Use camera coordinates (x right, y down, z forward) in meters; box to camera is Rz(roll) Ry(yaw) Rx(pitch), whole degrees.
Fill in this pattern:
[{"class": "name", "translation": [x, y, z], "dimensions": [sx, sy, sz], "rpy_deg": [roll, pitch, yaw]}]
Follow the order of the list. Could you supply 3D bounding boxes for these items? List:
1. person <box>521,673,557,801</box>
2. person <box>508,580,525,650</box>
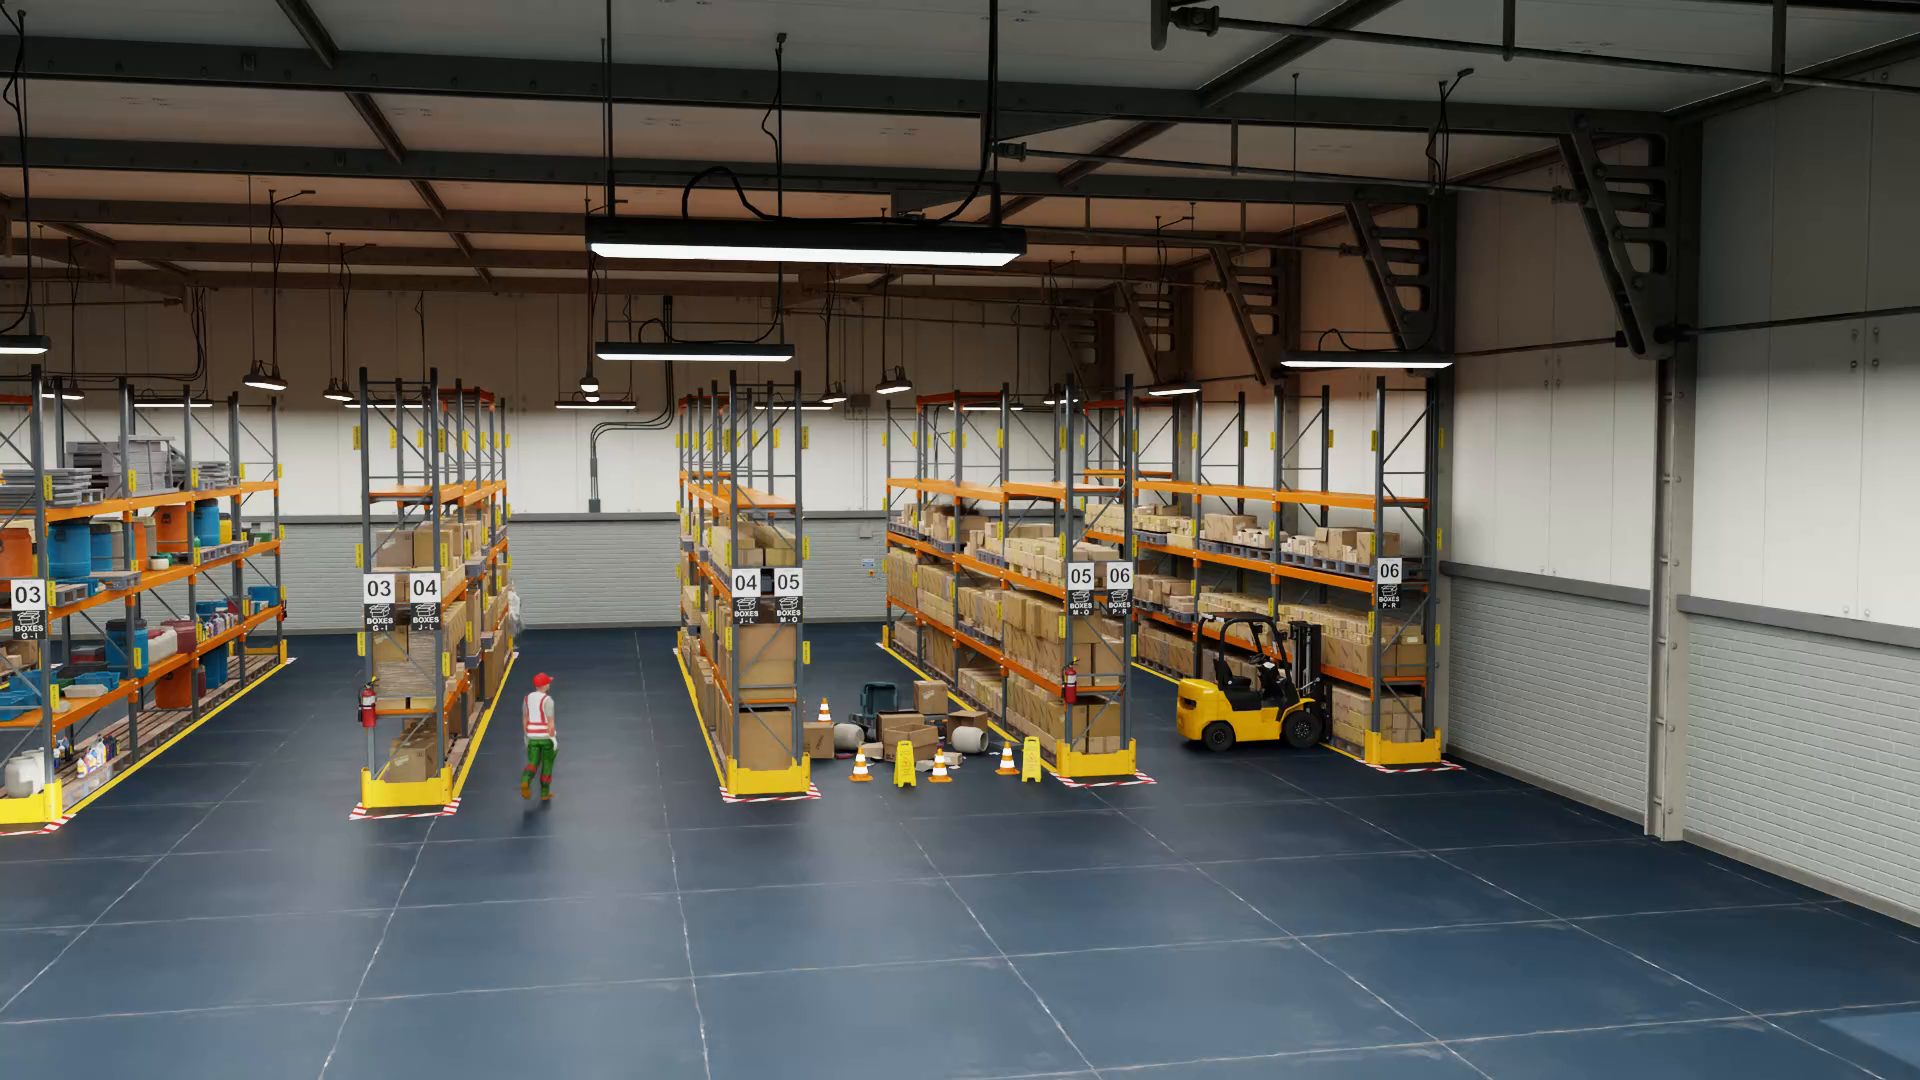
[{"class": "person", "translation": [-5.831, 2.731, 22.998], "dimensions": [0.543, 1.780, 0.682], "rpy_deg": [1, 4, 14]}, {"class": "person", "translation": [-10.629, 1.792, 39.632], "dimensions": [0.439, 1.681, 0.503], "rpy_deg": [0, 3, -3]}]
